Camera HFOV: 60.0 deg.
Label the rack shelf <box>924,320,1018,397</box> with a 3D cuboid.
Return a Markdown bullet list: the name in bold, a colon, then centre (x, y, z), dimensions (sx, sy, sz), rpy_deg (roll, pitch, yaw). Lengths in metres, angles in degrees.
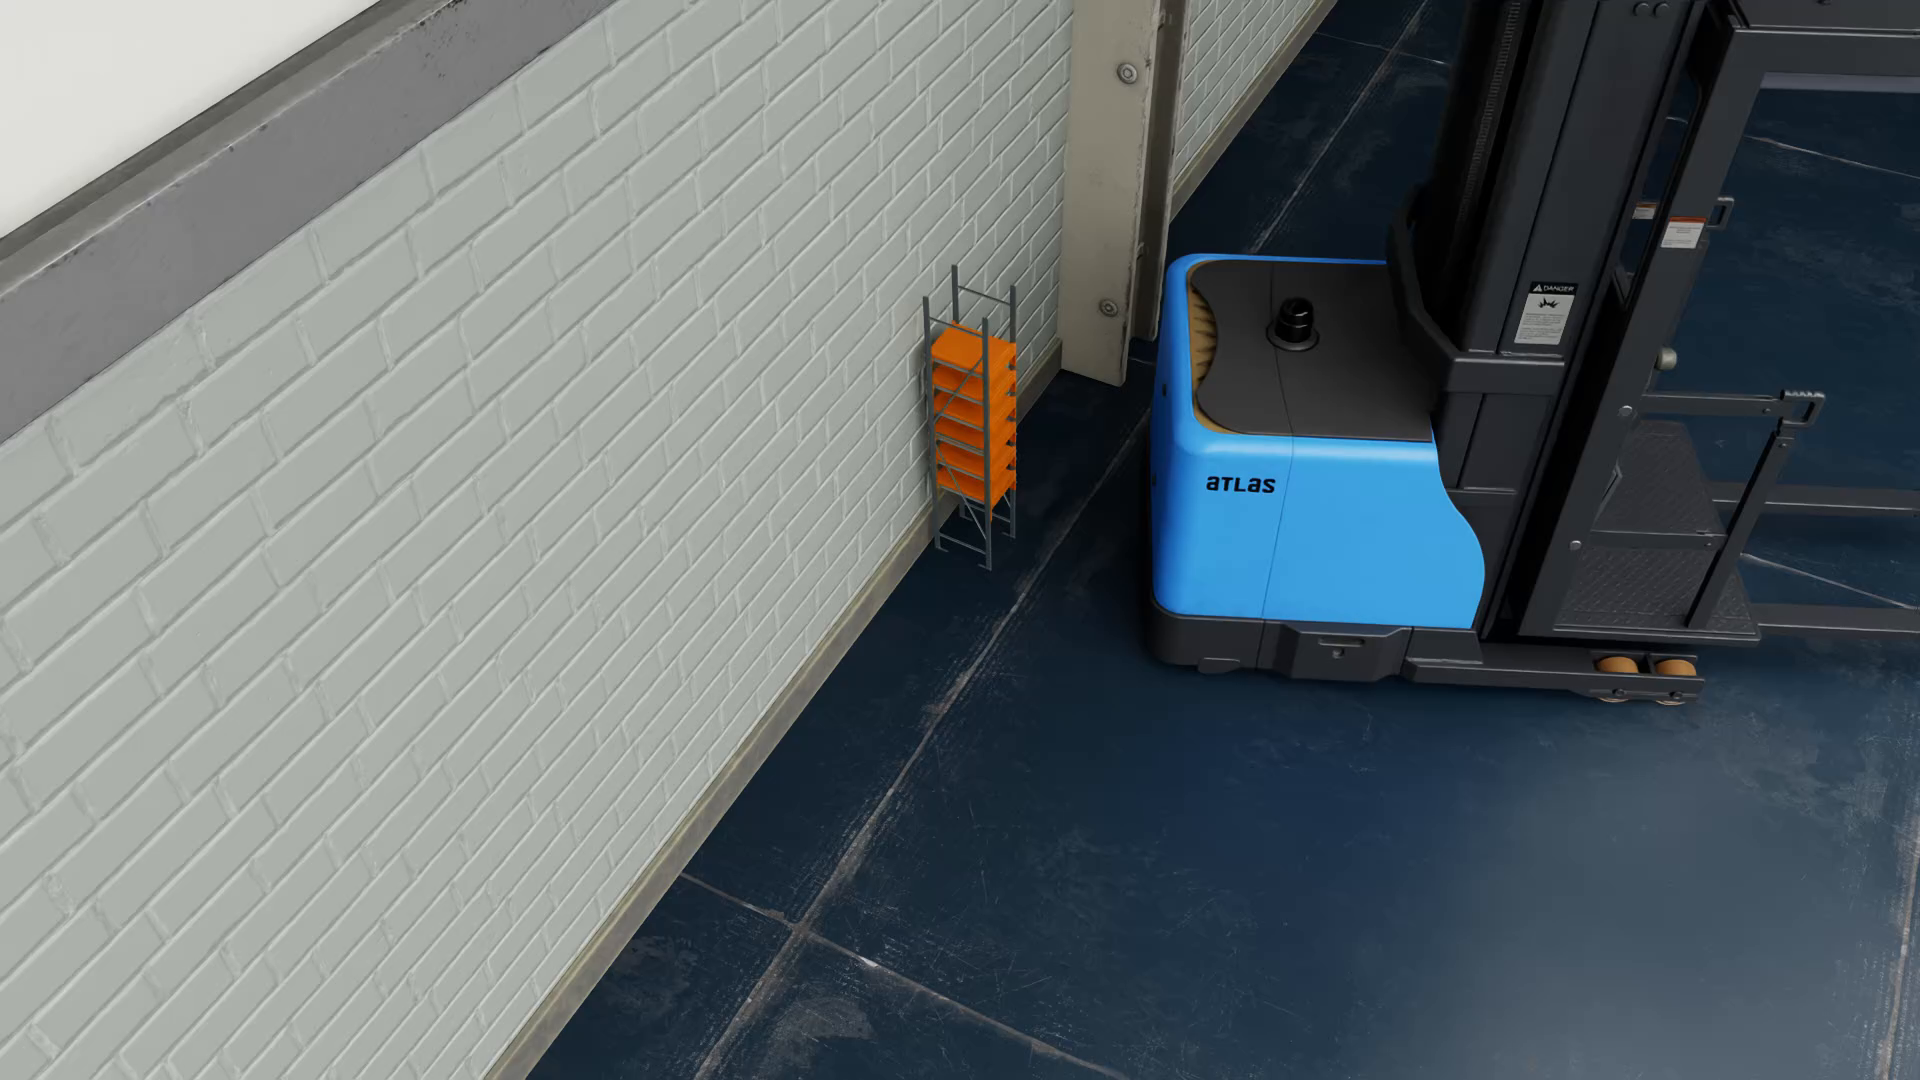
- **rack shelf**: centre (0.037, -0.608, 5.558), dimensions (0.258, 0.103, 0.180), rpy_deg (22, 52, 21)

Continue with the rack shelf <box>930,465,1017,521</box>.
- **rack shelf**: centre (0.050, -0.203, 6.001), dimensions (0.258, 0.103, 0.180), rpy_deg (22, 52, 21)

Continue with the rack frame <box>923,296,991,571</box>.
- **rack frame**: centre (-0.002, -0.336, 5.739), dimensions (0.240, 1.200, 0.006), rpy_deg (22, 52, 21)

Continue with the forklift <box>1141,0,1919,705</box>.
- **forklift**: centre (2.182, -0.859, 5.038), dimensions (3.031, 2.935, 1.130), rpy_deg (3, 45, 3)

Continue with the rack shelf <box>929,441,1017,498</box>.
- **rack shelf**: centre (0.047, -0.284, 5.912), dimensions (0.258, 0.103, 0.180), rpy_deg (22, 52, 21)

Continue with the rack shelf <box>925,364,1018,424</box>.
- **rack shelf**: centre (0.040, -0.527, 5.647), dimensions (0.258, 0.103, 0.180), rpy_deg (22, 52, 21)

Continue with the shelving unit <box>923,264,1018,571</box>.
- **shelving unit**: centre (0.044, -0.395, 5.791), dimensions (0.258, 1.200, 0.189), rpy_deg (22, 52, 21)

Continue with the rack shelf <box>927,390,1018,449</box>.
- **rack shelf**: centre (0.042, -0.446, 5.735), dimensions (0.258, 0.103, 0.180), rpy_deg (22, 52, 21)

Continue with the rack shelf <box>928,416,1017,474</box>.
- **rack shelf**: centre (0.045, -0.365, 5.824), dimensions (0.258, 0.103, 0.180), rpy_deg (22, 52, 21)

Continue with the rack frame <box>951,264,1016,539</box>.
- **rack frame**: centre (0.090, -0.454, 5.844), dimensions (0.240, 1.200, 0.006), rpy_deg (22, 52, 21)

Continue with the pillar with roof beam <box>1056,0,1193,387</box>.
- **pillar with roof beam**: centre (4.432, -2.549, 2.442), dimensions (9.100, 9.000, 0.400), rpy_deg (20, 49, 19)
